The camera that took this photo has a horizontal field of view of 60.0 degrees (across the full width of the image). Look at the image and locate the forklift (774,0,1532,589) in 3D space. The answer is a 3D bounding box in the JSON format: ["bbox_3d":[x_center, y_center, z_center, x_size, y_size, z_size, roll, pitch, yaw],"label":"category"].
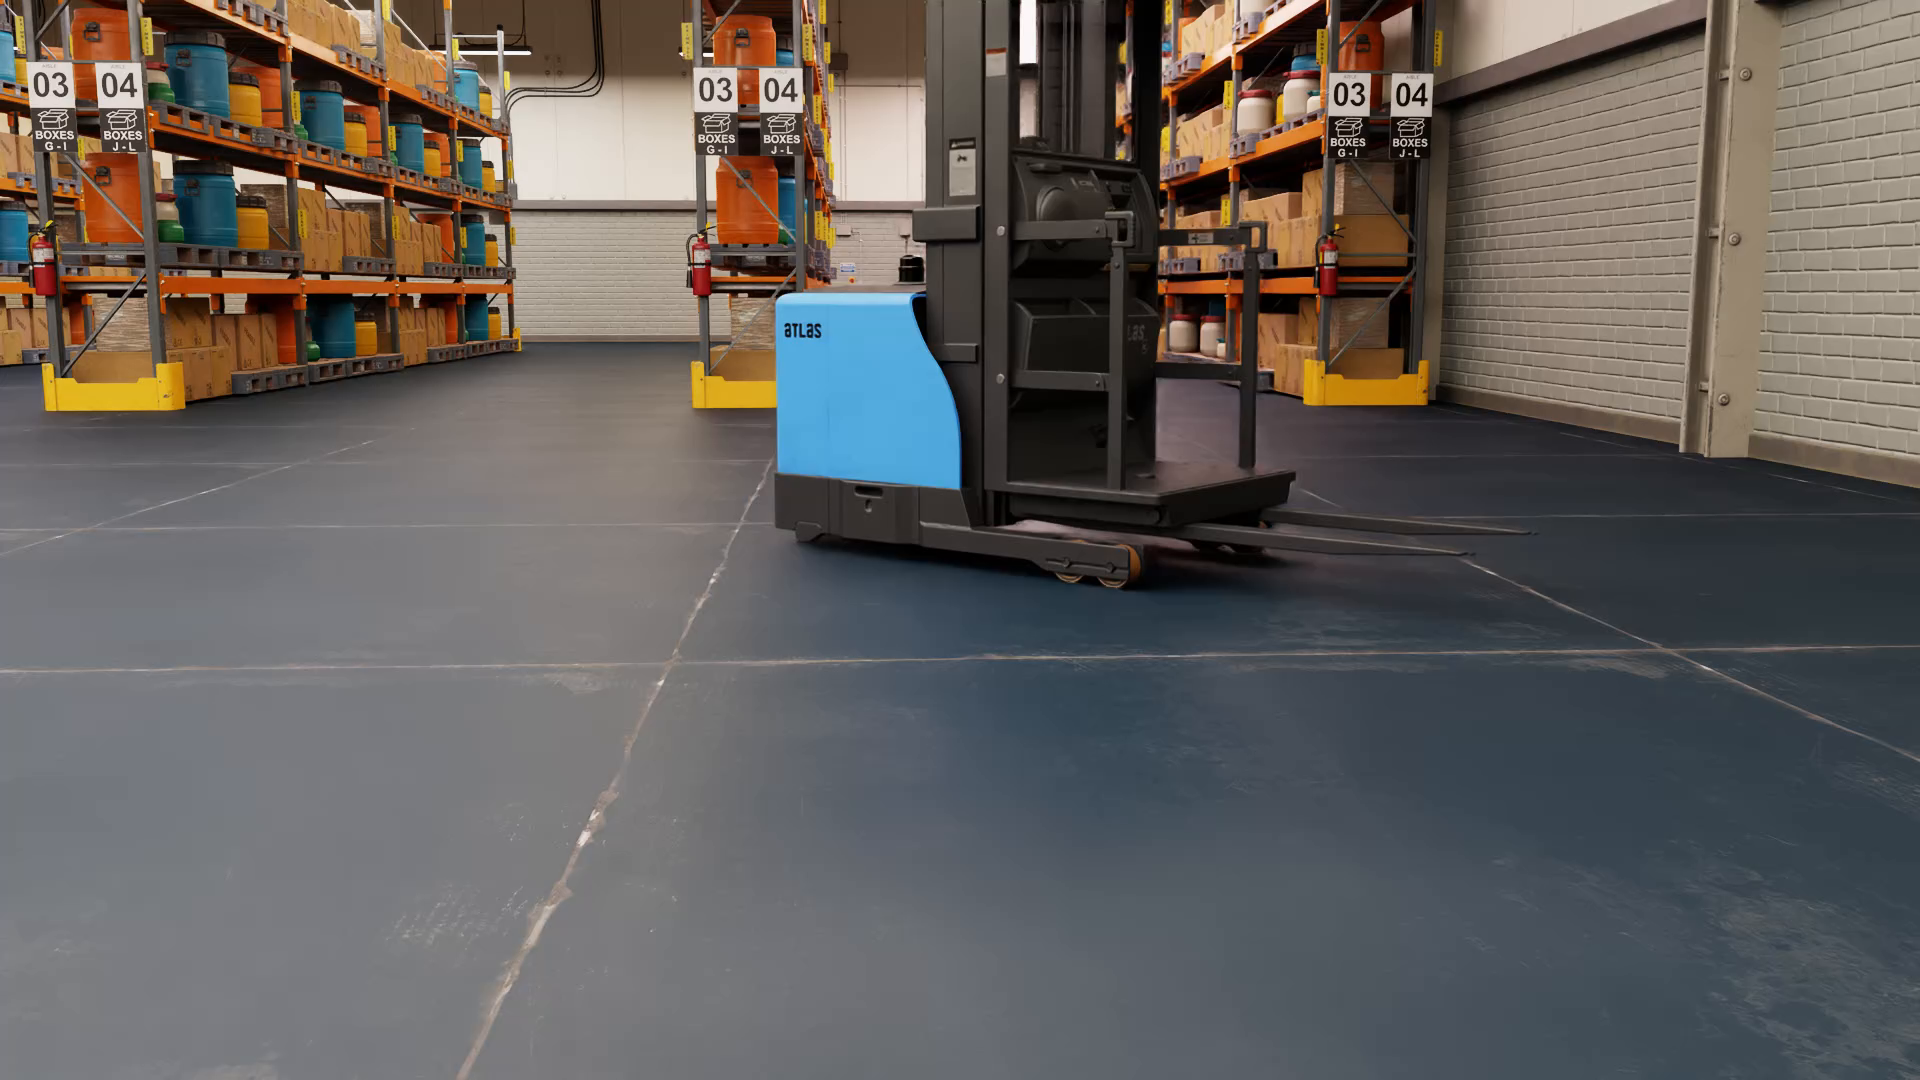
[{"bbox_3d":[0.669,-1.359,6.482,3.031,2.935,1.130,7,11,38],"label":"forklift"}]
